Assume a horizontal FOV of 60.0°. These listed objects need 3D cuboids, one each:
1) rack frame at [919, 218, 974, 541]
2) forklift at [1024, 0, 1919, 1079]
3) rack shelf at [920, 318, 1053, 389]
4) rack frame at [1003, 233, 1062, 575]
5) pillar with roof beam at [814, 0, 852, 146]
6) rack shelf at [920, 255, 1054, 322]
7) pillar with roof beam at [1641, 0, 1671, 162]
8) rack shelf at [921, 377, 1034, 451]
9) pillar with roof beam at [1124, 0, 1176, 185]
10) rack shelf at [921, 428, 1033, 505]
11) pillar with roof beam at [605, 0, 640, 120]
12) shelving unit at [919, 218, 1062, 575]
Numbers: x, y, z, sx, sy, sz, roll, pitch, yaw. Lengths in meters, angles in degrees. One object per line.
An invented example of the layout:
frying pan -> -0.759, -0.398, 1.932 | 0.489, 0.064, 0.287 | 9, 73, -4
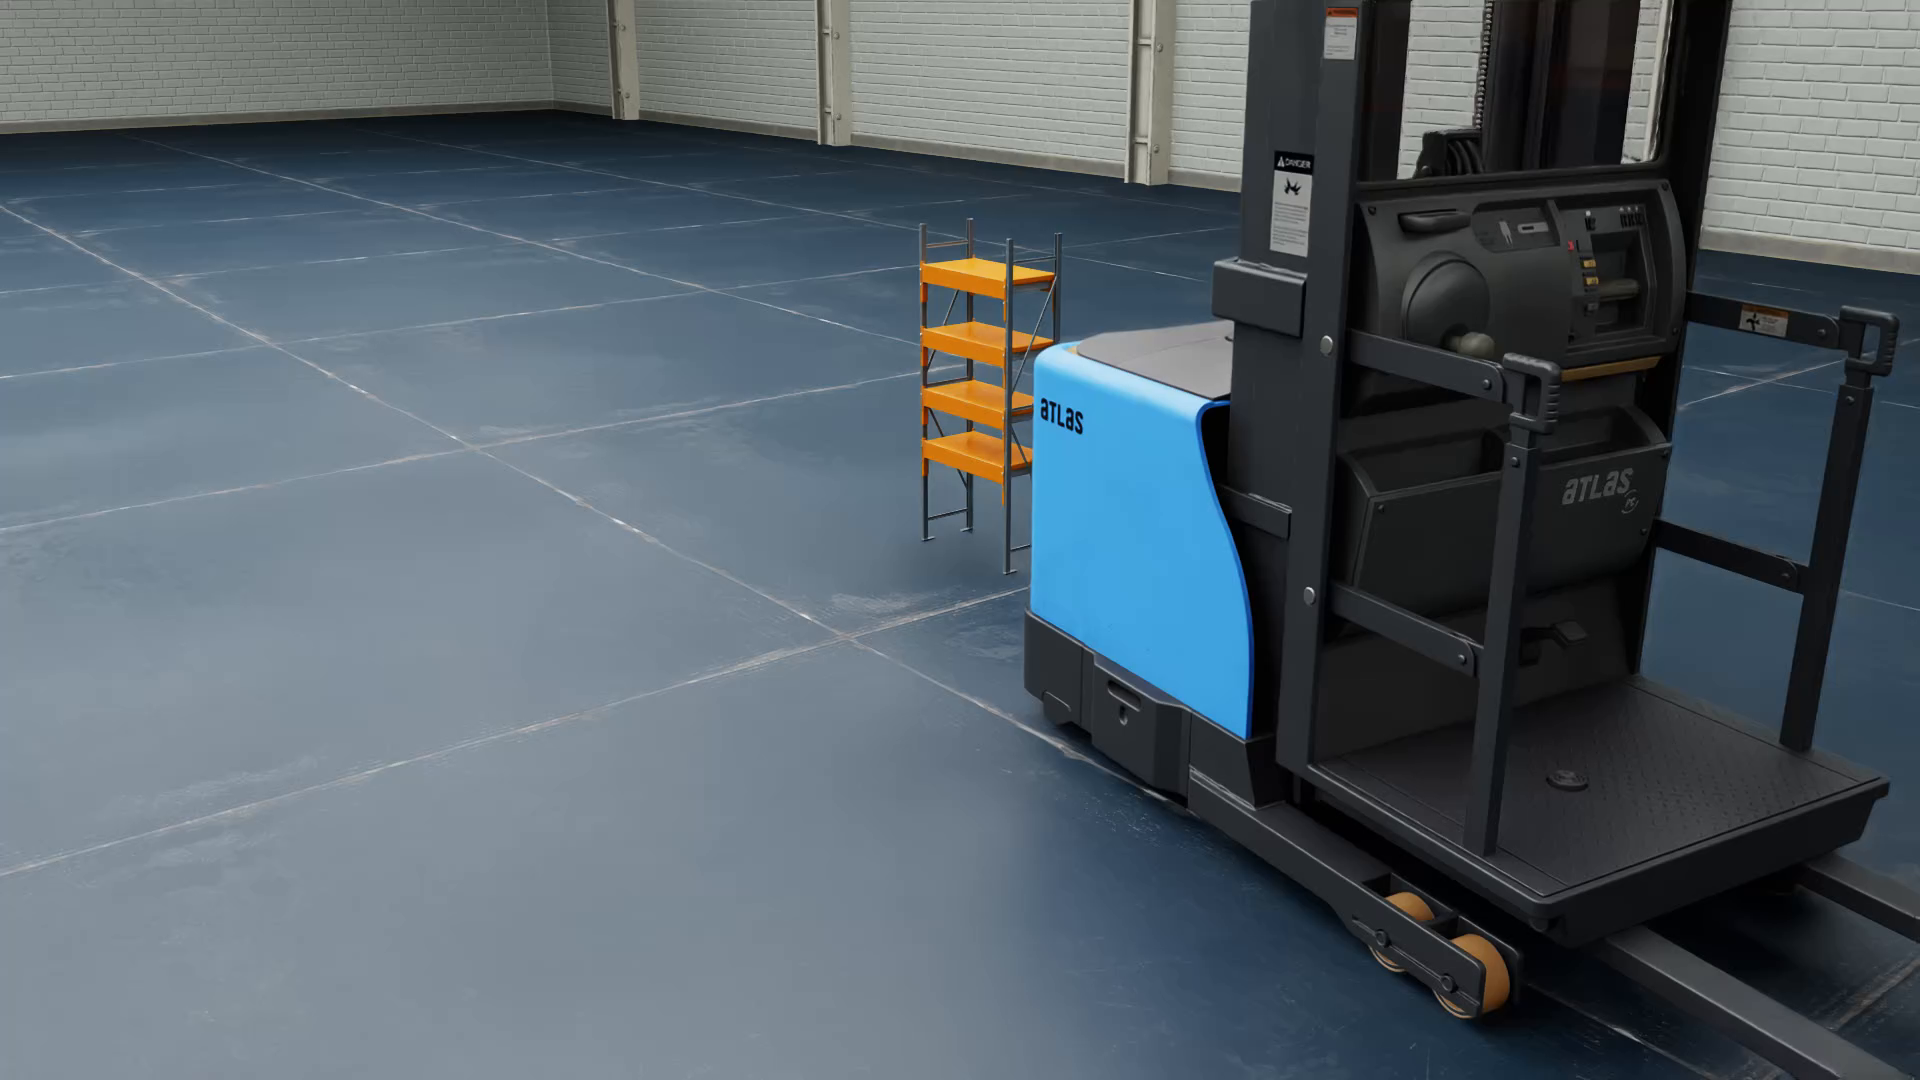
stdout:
rack frame -> -0.049, -0.589, 6.232 | 0.240, 1.200, 0.015 | -14, 23, -36
forklift -> 1.343, -0.576, 3.438 | 1.130, 2.935, 3.031 | -10, 21, -28
rack shelf -> 0.103, -0.677, 6.002 | 0.258, 0.148, 0.480 | -14, 23, -36
rack frame -> 0.254, -0.469, 5.869 | 0.240, 1.200, 0.015 | -14, 23, -36
pillar with roof beam -> -5.067, -8.797, 18.614 | 9.100, 9.000, 0.400 | -14, 23, -36
rack shelf -> 0.103, -0.902, 5.927 | 0.258, 0.148, 0.480 | -14, 23, -36
pillar with roof beam -> 2.384, -5.840, 9.684 | 9.100, 9.000, 0.400 | -14, 23, -36
rack shelf -> 0.103, -0.465, 6.072 | 0.258, 0.148, 0.480 | -14, 23, -36
pillar with roof beam -> -1.341, -7.319, 14.149 | 9.100, 9.000, 0.400 | -14, 23, -36
rack shelf -> 0.103, -0.276, 6.134 | 0.258, 0.148, 0.480 | -14, 23, -36
pillar with roof beam -> -8.792, -10.275, 23.079 | 9.100, 9.000, 0.400 | -14, 23, -36
shelving unit -> 0.103, -0.529, 6.051 | 0.258, 1.200, 0.503 | -14, 23, -36
